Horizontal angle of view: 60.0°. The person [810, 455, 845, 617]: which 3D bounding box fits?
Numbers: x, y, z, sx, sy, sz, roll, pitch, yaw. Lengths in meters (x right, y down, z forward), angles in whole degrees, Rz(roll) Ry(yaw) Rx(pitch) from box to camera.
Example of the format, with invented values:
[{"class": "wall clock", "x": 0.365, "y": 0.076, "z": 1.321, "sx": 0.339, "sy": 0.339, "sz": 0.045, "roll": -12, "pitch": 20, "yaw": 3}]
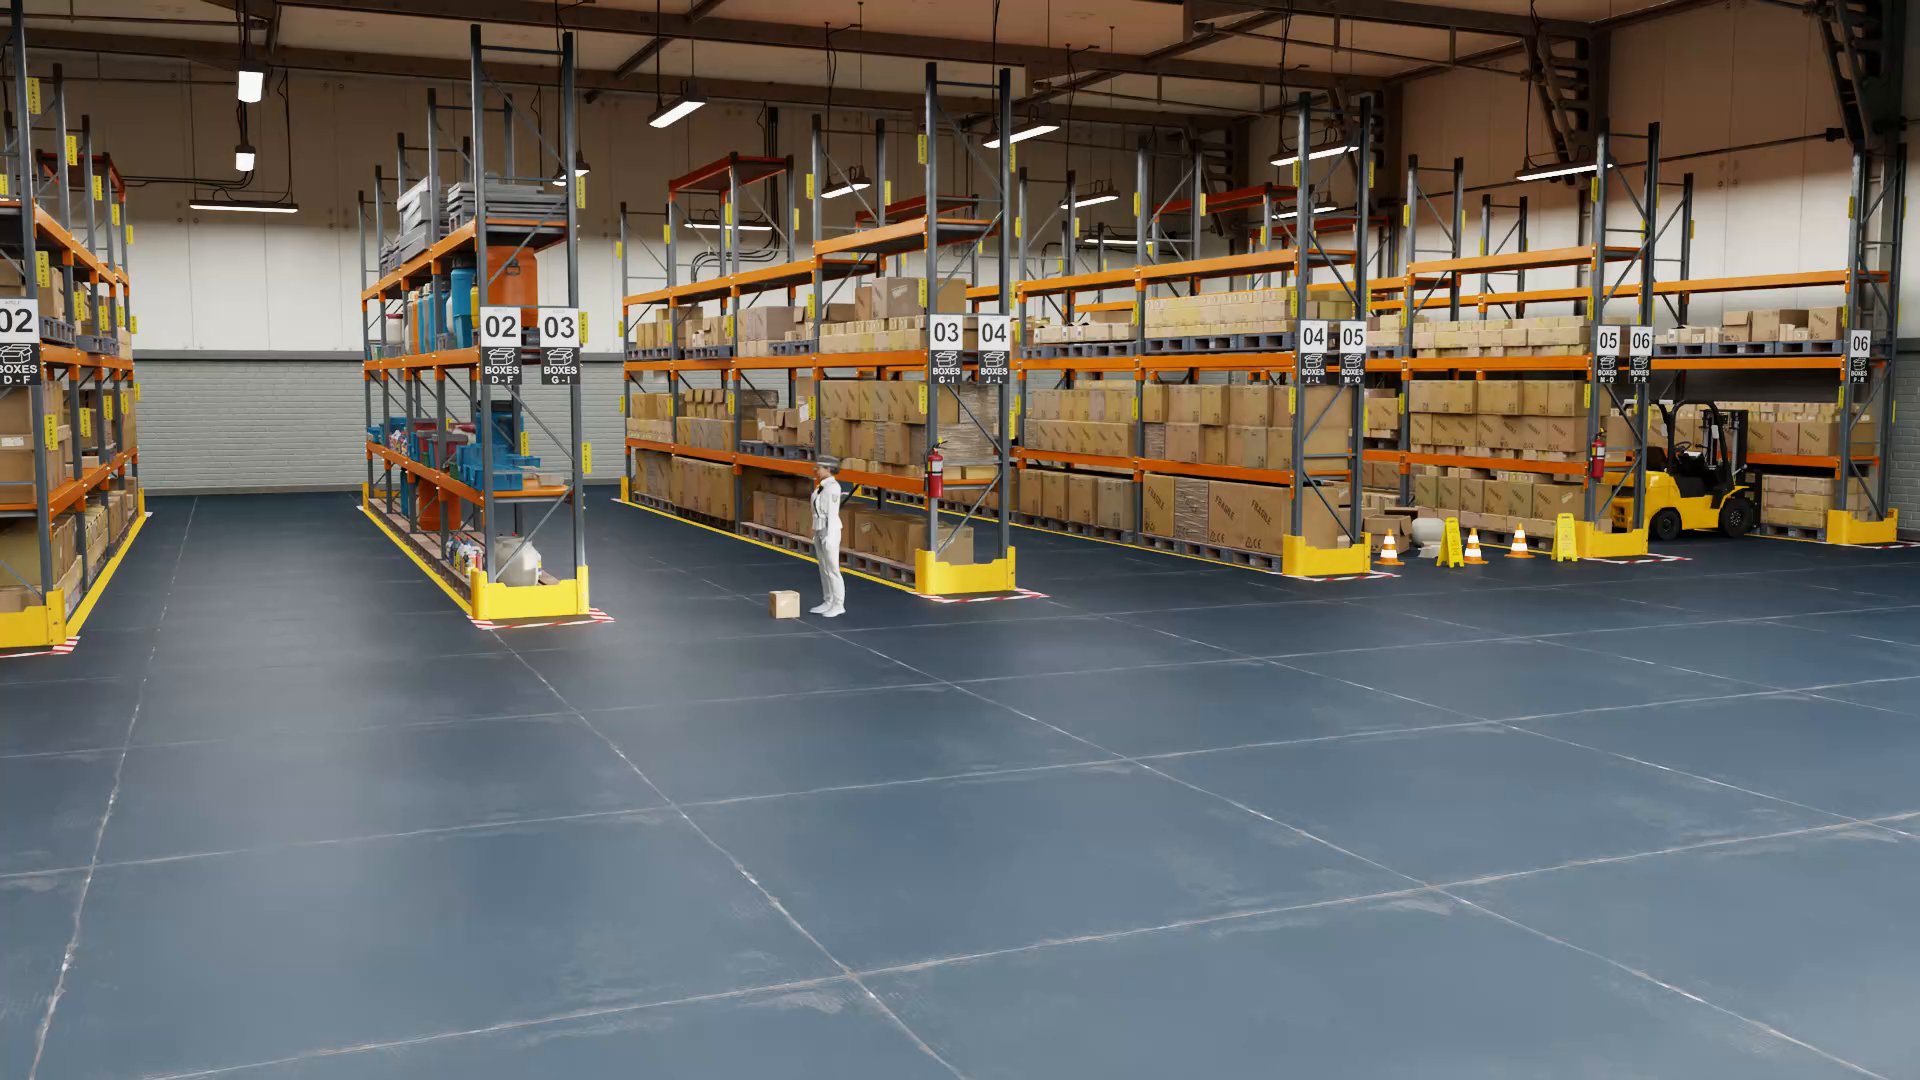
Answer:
[{"class": "person", "x": -1.411, "y": -0.049, "z": 17.488, "sx": 0.332, "sy": 1.692, "sz": 0.491, "roll": -2, "pitch": 6, "yaw": -22}]
